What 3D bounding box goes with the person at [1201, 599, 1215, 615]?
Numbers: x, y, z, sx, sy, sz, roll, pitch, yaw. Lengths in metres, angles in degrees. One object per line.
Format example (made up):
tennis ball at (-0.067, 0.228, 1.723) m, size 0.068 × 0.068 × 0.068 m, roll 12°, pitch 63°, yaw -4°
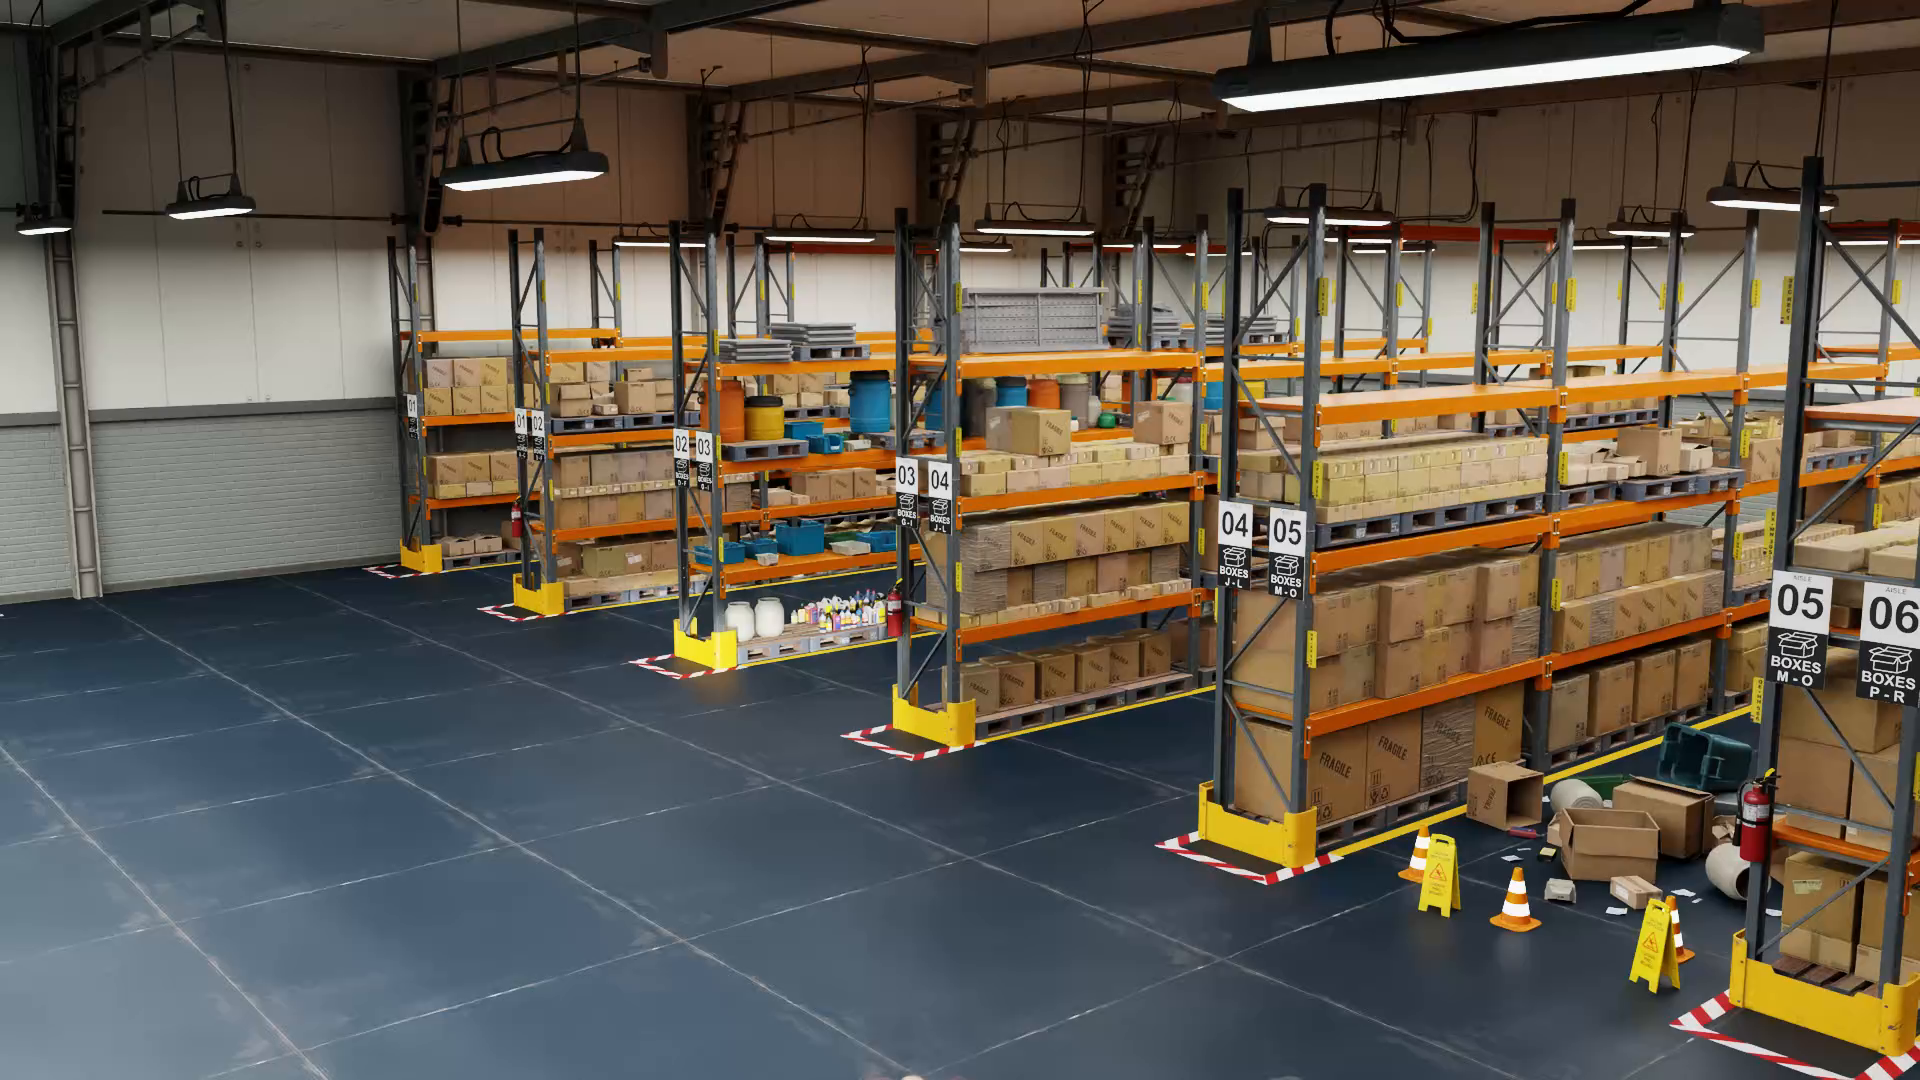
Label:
person at (3.633, 0.320, 24.039) m, size 0.700 × 1.768 × 0.724 m, roll 7°, pitch 11°, yaw 40°
